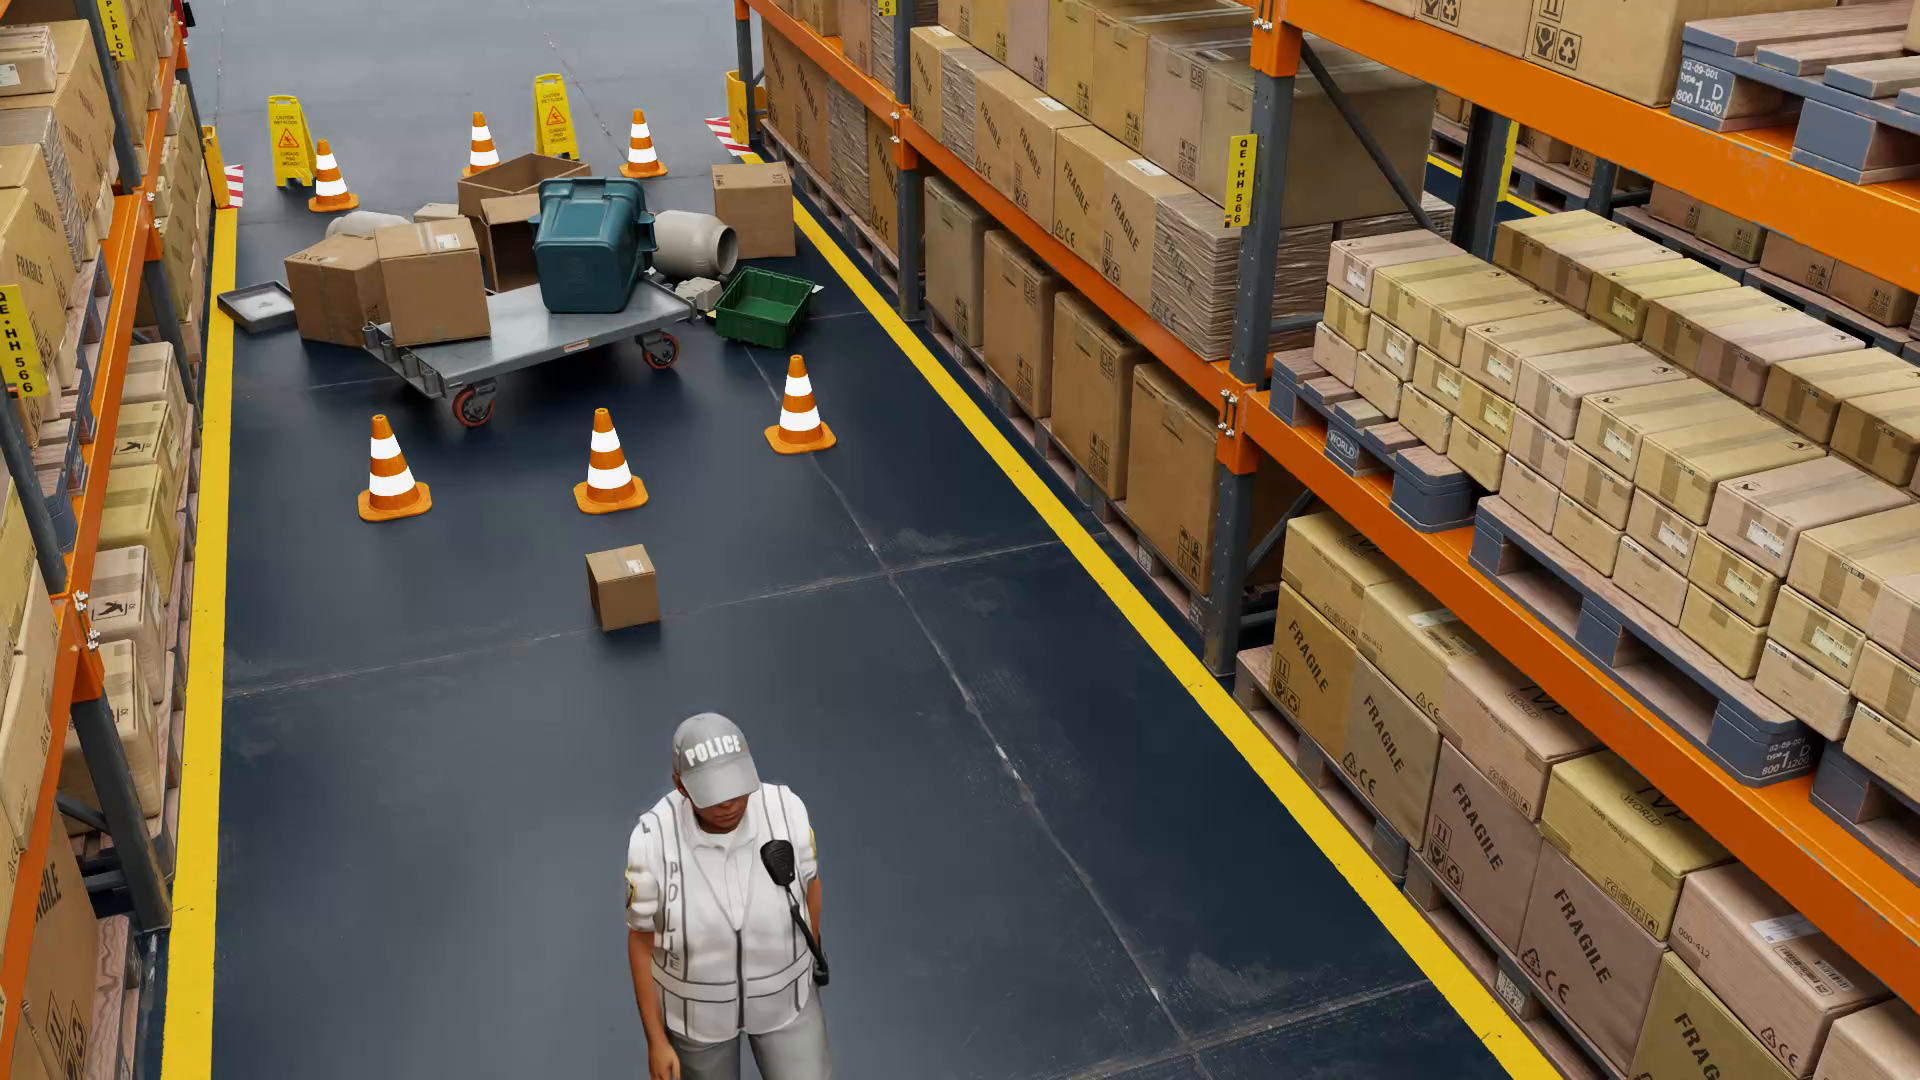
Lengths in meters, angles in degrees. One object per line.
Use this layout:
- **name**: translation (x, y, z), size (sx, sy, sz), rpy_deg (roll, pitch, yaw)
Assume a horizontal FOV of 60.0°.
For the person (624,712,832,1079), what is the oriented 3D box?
- **person**: translation (-0.551, 1.180, 4.113), size (0.481, 1.727, 0.491), rpy_deg (-7, 31, -11)
